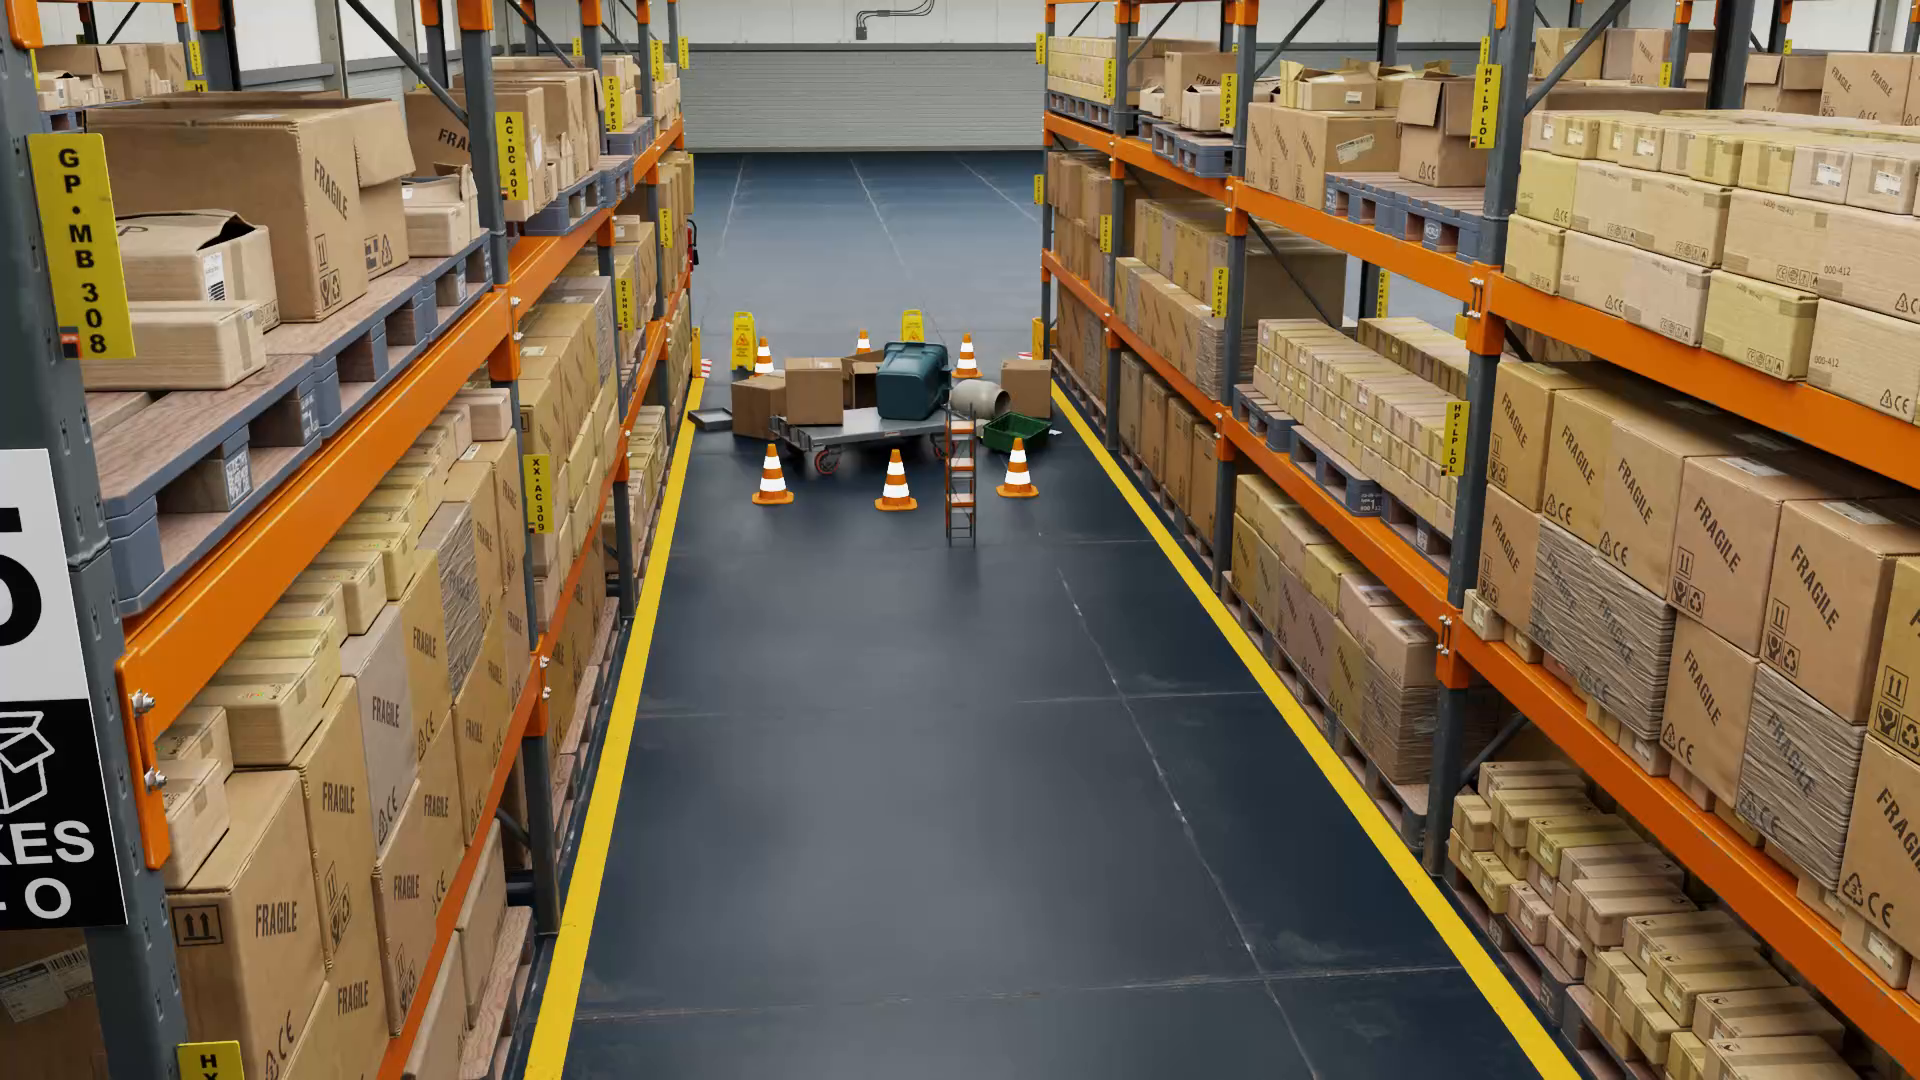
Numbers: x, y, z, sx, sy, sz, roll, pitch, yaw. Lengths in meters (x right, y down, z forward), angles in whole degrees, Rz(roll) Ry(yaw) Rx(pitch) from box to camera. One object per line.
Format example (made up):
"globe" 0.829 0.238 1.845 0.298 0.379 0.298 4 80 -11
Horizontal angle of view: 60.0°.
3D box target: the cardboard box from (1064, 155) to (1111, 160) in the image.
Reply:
"cardboard box" 1.580 -3.788 17.681 0.875 0.550 0.550 -2 18 -6

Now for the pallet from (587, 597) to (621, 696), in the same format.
"pallet" -2.650 0.661 10.221 1.003 0.211 1.213 -2 18 -6

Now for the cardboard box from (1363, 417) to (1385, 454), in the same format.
"cardboard box" 2.323 -0.545 8.626 0.380 0.149 0.250 -3 18 -8

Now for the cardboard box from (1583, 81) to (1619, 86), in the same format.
"cardboard box" 6.326 -4.435 16.374 0.380 0.149 0.250 -1 17 -3

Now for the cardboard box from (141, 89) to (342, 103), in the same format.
"cardboard box" -2.392 -1.261 5.642 0.500 0.500 0.500 -1 17 -5

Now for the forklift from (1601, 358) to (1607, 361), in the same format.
"forklift" 5.389 -1.250 11.765 3.031 2.935 1.130 -7 19 -20

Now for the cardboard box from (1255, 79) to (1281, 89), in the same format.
"cardboard box" 2.297 -3.252 12.299 0.500 0.311 0.500 -2 18 -7

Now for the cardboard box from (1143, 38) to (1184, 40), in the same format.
"cardboard box" 1.988 -4.794 16.151 0.380 0.149 0.250 -2 18 -6

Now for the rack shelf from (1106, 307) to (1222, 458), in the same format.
"rack shelf" 2.051 -1.343 13.147 1.077 0.370 4.000 -2 18 -6

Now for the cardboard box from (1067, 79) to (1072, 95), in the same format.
"cardboard box" 1.279 -4.545 16.690 0.380 0.149 0.250 -2 18 -6

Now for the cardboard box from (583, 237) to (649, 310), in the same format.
"cardboard box" -2.693 -2.057 12.856 0.500 0.500 0.500 -1 17 -4

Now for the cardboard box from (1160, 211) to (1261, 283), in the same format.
"cardboard box" 2.008 -2.355 13.335 0.700 0.500 0.500 -2 18 -5

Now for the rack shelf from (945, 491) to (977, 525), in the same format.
"rack shelf" 0.006 -0.210 12.555 0.215 0.259 0.240 -2 18 -6

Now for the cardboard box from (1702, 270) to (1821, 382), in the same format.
"cardboard box" 2.600 -0.651 4.987 0.500 0.250 0.500 -1 17 -3

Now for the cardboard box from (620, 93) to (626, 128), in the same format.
"cardboard box" -2.766 -3.186 12.360 0.500 0.250 0.500 -2 17 -5

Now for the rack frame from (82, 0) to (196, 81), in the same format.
"rack frame" -8.418 -5.998 16.760 1.000 3.000 0.127 -2 18 -6

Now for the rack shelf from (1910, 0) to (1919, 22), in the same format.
"rack shelf" 11.509 -5.482 16.984 1.077 0.370 4.000 -2 18 -6

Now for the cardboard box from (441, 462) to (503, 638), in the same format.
"cardboard box" -1.876 0.043 5.695 0.500 0.500 0.500 -2 18 -6

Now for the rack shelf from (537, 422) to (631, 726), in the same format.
"rack shelf" -2.450 0.032 8.768 1.077 0.370 4.000 -2 18 -6

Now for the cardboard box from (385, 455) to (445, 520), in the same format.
"cardboard box" -1.854 -0.163 5.269 0.380 0.149 0.250 -2 18 -6

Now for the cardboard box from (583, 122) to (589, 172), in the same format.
"cardboard box" -2.166 -2.075 8.794 0.396 0.266 0.258 -2 18 -7

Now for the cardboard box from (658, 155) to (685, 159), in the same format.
"cardboard box" -3.167 -3.661 16.997 0.700 0.500 0.500 -2 18 -5

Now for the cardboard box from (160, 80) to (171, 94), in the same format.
"cardboard box" -8.031 -4.458 16.413 0.380 0.149 0.250 -2 18 -7

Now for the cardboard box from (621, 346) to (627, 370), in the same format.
"cardboard box" -2.483 -1.258 11.396 0.380 0.149 0.250 -3 18 -9

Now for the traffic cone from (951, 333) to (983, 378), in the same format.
"traffic cone" 0.074 -2.061 18.470 0.336 0.463 0.334 -2 18 -6

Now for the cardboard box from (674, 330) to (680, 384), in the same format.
"cardboard box" -2.928 -1.688 15.685 0.500 0.500 0.500 -1 17 -3

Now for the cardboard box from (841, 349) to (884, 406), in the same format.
"cardboard box" -0.782 -1.654 17.107 0.637 0.503 0.797 16 24 42

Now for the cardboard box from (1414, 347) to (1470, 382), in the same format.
"cardboard box" 2.865 -1.018 9.638 0.380 0.149 0.250 -2 18 -6

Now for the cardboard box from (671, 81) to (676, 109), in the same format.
"cardboard box" -3.052 -4.344 16.251 0.500 0.250 0.500 -1 17 -4

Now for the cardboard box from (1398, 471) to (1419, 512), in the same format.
"cardboard box" 2.381 -0.243 8.161 0.380 0.149 0.250 -2 18 -6

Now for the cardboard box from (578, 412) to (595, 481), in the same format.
"cardboard box" -2.170 -0.478 8.609 0.500 0.250 0.500 -2 18 -7

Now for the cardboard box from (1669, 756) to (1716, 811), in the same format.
"cardboard box" 2.631 0.785 5.588 0.380 0.149 0.250 -1 17 -4

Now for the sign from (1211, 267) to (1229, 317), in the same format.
"sign" 1.705 -1.624 10.911 0.100 0.325 0.005 -2 18 -6

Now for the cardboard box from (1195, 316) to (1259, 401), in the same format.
"cardboard box" 1.943 -1.264 11.528 0.500 0.500 0.500 -2 18 -6

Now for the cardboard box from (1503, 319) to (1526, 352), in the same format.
"cardboard box" 6.424 -2.418 18.843 0.500 0.500 0.500 1 17 5

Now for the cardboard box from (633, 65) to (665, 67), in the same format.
"cardboard box" -3.145 -4.660 16.593 0.380 0.149 0.250 -2 18 -5

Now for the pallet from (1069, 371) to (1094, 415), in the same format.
"pallet" 1.715 -1.545 17.245 1.003 0.211 1.213 -2 18 -6

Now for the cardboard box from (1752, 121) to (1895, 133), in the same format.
"cardboard box" 2.988 -1.370 5.776 0.380 0.149 0.250 -1 17 -4

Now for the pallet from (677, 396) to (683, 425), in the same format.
"pallet" -3.302 -1.332 16.567 1.003 0.211 1.213 -2 18 -6

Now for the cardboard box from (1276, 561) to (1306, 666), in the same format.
"cardboard box" 2.189 0.423 9.793 0.500 0.500 0.500 -2 18 -7

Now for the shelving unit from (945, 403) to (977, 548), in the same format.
"shelving unit" 0.006 -0.485 12.469 0.215 1.050 0.252 -2 18 -6

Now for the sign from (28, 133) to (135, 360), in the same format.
"sign" -1.278 -0.425 2.424 0.100 0.325 0.005 -2 18 -6

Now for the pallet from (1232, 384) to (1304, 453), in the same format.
"pallet" 2.437 -0.790 10.505 1.213 0.211 1.003 -2 18 -6

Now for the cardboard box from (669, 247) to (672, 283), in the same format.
"cardboard box" -2.912 -2.577 15.214 0.500 0.500 0.500 -2 18 -6

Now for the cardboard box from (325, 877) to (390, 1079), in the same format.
"cardboard box" -1.675 1.127 3.913 0.500 0.500 0.500 -2 18 -6

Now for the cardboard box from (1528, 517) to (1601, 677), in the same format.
"cardboard box" 2.528 0.214 6.323 0.500 0.500 0.500 -2 18 -6

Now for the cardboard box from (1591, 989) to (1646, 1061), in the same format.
"cardboard box" 2.562 1.765 6.105 0.380 0.149 0.250 -2 18 -7

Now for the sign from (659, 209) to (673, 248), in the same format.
"sign" -2.517 -2.670 14.239 0.100 0.325 0.005 -2 18 -6

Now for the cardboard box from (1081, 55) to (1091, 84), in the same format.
"cardboard box" 1.437 -4.470 15.785 0.500 0.250 0.500 -2 18 -6

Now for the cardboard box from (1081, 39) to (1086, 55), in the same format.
"cardboard box" 1.360 -4.697 15.842 0.380 0.149 0.250 -2 18 -6

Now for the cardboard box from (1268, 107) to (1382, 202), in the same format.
"cardboard box" 2.110 -2.242 9.636 0.500 0.500 0.500 -2 18 -6

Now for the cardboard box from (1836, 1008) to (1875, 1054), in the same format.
"cardboard box" 3.211 1.611 5.602 0.380 0.149 0.250 -2 17 -5

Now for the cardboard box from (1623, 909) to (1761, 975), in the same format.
"cardboard box" 2.648 1.478 6.026 0.380 0.149 0.250 -3 18 -8

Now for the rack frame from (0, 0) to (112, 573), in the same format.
"rack frame" -1.831 -1.386 2.068 1.000 3.000 0.127 -2 18 -6

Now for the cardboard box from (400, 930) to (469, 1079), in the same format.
"cardboard box" -2.193 1.764 5.628 0.875 0.438 0.875 -2 18 -7

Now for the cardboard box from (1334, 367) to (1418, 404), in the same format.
"cardboard box" 2.271 -0.845 9.085 0.380 0.149 0.250 -2 18 -6

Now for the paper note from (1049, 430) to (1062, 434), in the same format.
"paper note" 0.874 -1.038 15.931 0.142 0.020 0.147 16 24 42

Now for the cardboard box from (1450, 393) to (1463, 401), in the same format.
"cardboard box" 2.923 -0.718 9.179 0.380 0.149 0.250 -2 18 -7
